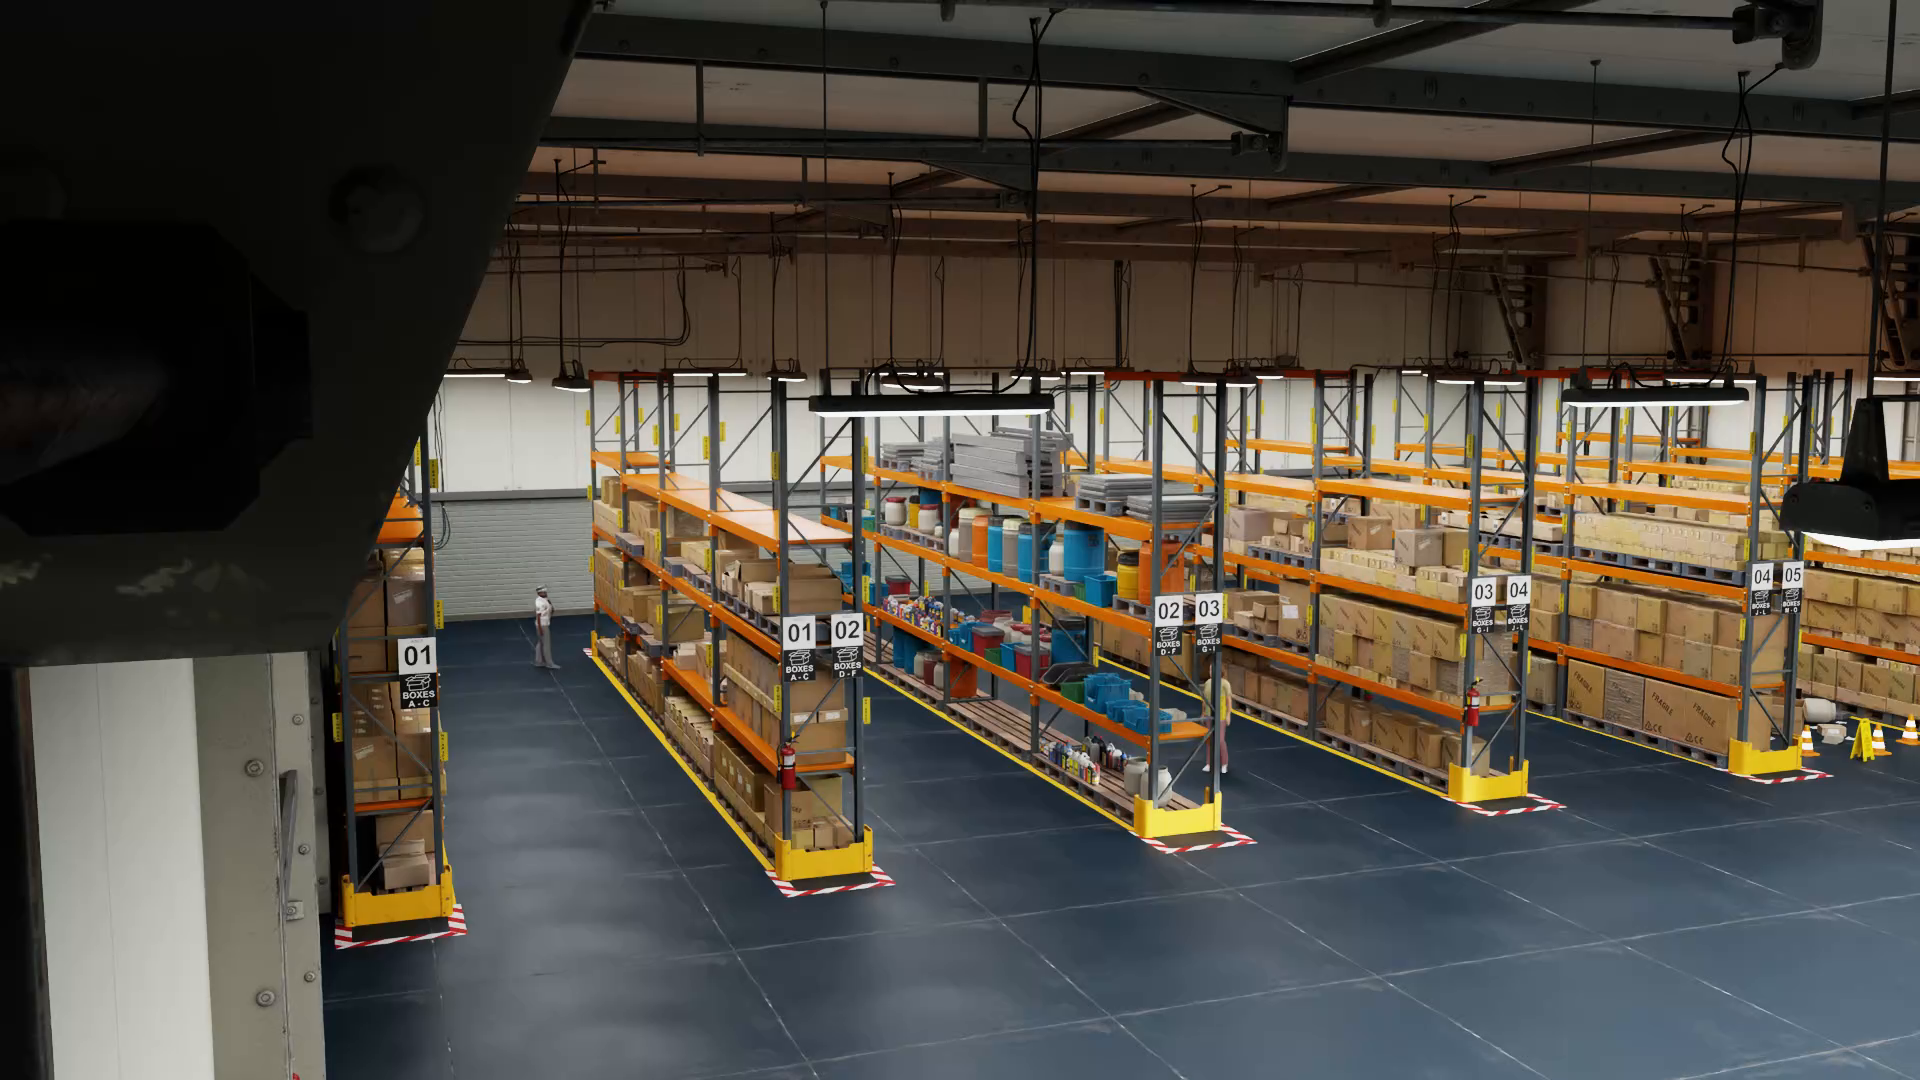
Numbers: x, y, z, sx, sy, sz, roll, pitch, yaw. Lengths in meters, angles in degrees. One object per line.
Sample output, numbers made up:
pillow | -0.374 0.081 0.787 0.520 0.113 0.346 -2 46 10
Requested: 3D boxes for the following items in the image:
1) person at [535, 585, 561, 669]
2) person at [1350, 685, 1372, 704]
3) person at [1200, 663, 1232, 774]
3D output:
person | -8.359 1.742 33.658 0.523 1.694 0.480 -1 6 -9
person | 7.056 2.164 29.498 0.663 1.783 0.547 1 7 13
person | 3.869 2.684 25.256 0.480 1.685 0.386 5 8 40
